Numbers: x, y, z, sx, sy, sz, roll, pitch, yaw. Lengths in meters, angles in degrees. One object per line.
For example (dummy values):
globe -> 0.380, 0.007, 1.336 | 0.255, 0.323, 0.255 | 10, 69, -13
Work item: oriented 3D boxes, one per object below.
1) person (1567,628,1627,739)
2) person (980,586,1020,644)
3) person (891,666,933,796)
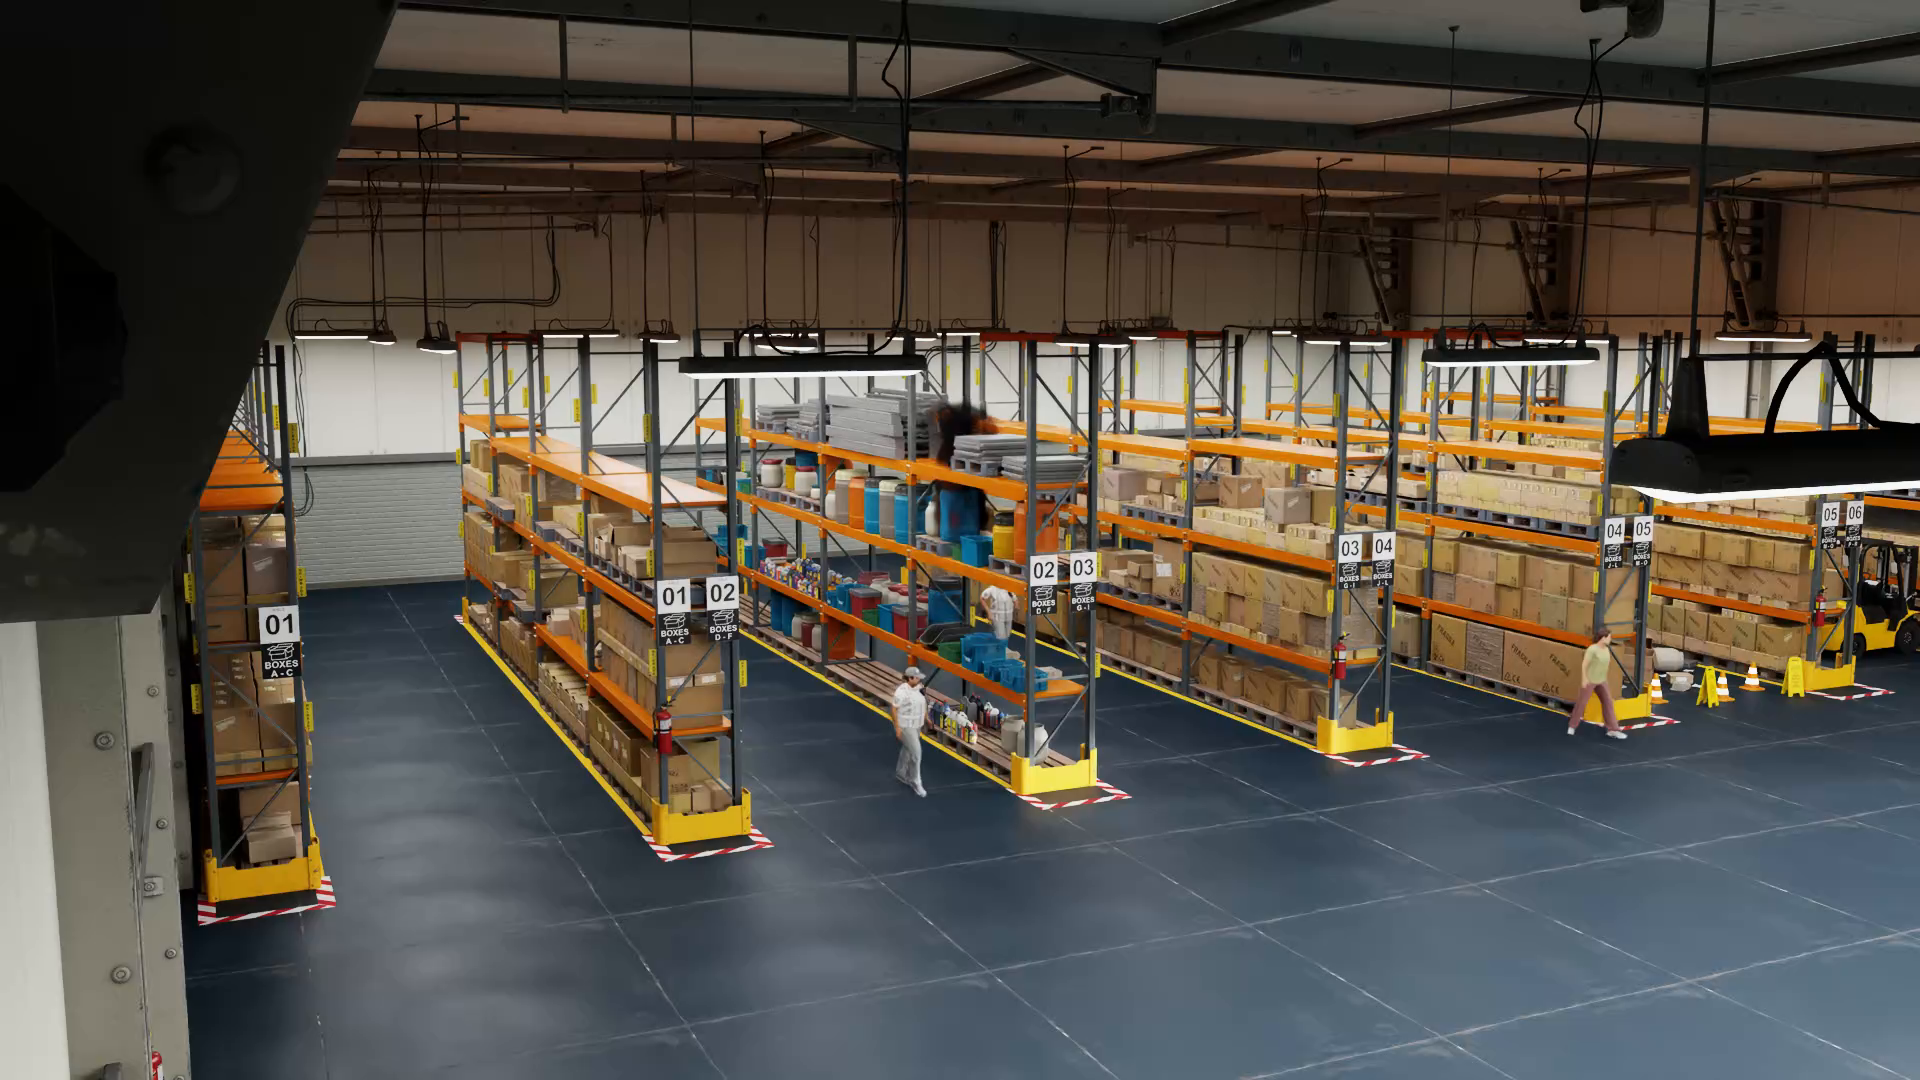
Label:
person -> 9.539, 2.148, 24.966 | 0.662, 1.632, 0.767 | -4, 9, -30
person -> 0.775, 1.438, 29.965 | 0.659, 1.780, 0.699 | -4, 8, -24
person -> -0.674, 2.518, 22.178 | 0.656, 1.717, 0.557 | 5, 9, 34
